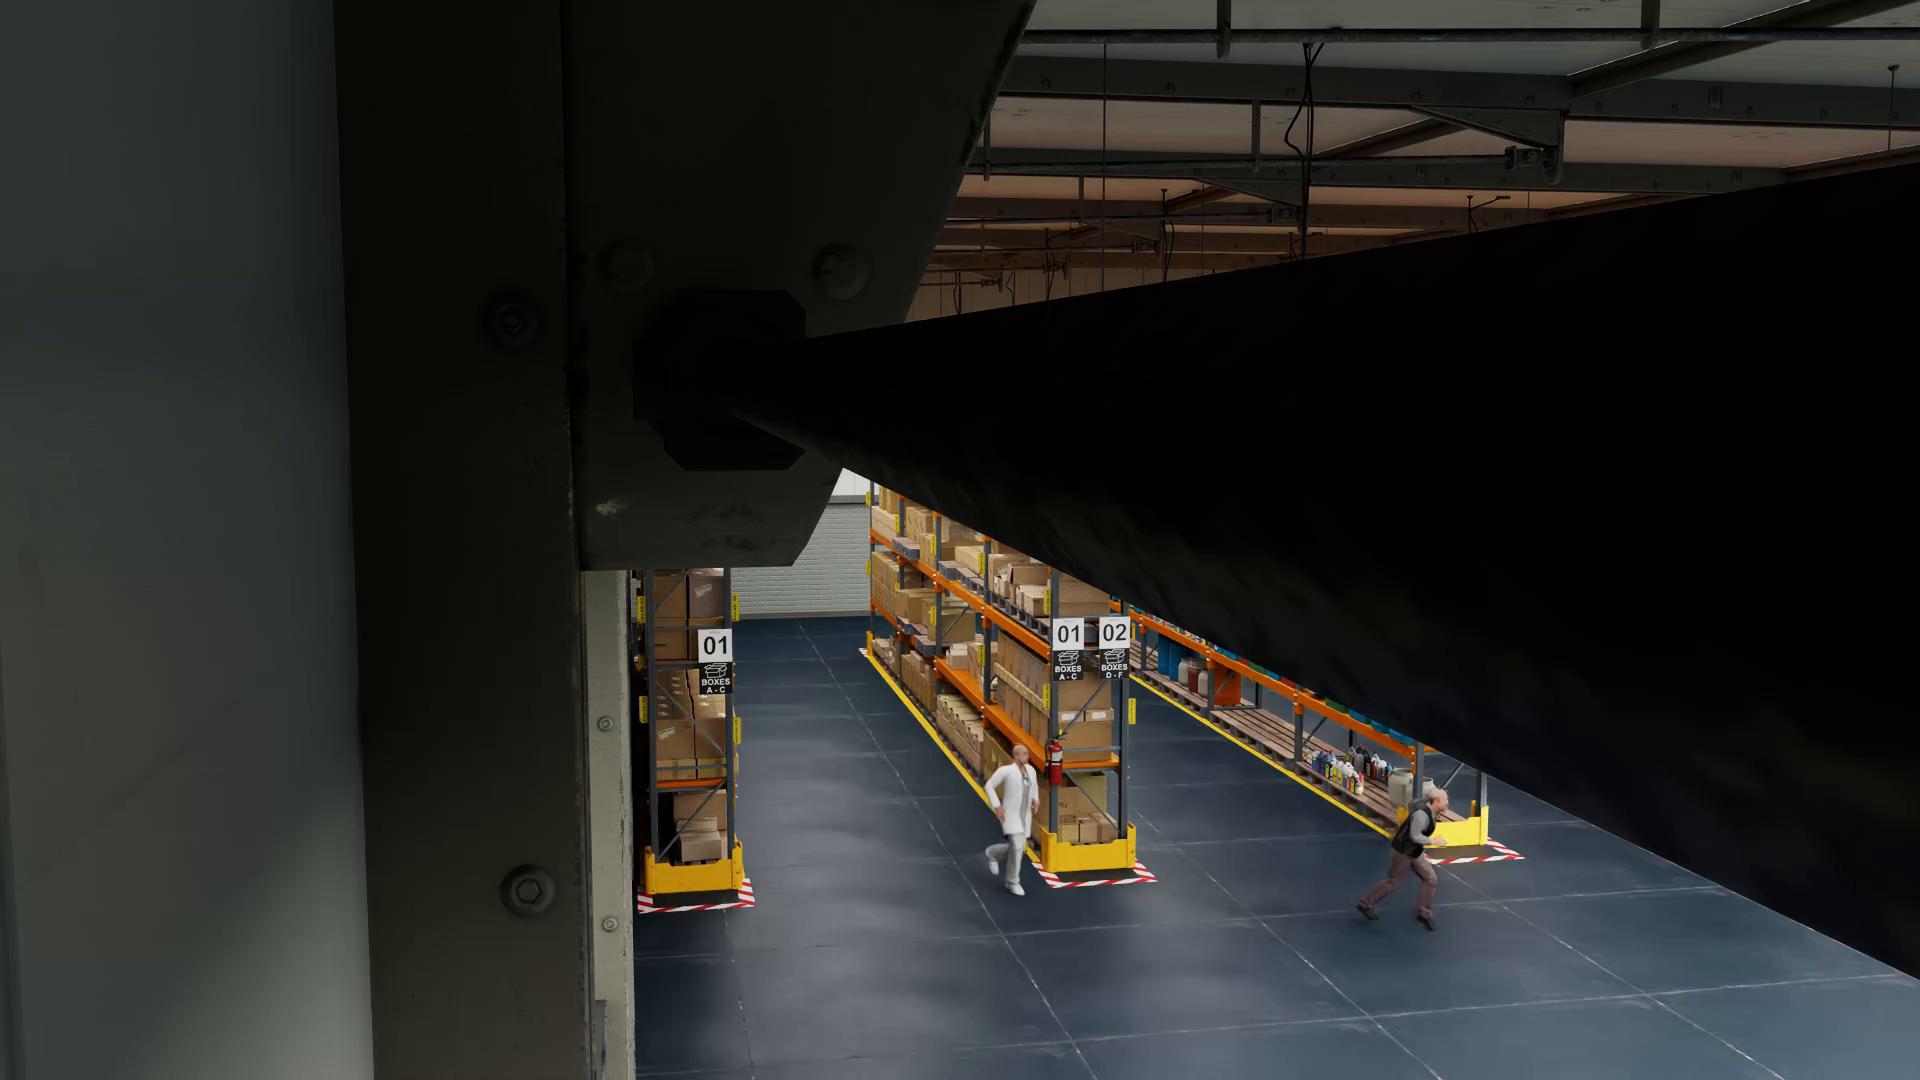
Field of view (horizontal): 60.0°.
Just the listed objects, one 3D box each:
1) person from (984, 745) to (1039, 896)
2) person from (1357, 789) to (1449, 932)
[{"bbox_3d":[0.655,3.376,20.319,0.760,1.767,0.850,-5,8,-39],"label":"person"},{"bbox_3d":[5.004,3.589,18.791,0.989,1.680,0.701,3,7,25],"label":"person"}]
